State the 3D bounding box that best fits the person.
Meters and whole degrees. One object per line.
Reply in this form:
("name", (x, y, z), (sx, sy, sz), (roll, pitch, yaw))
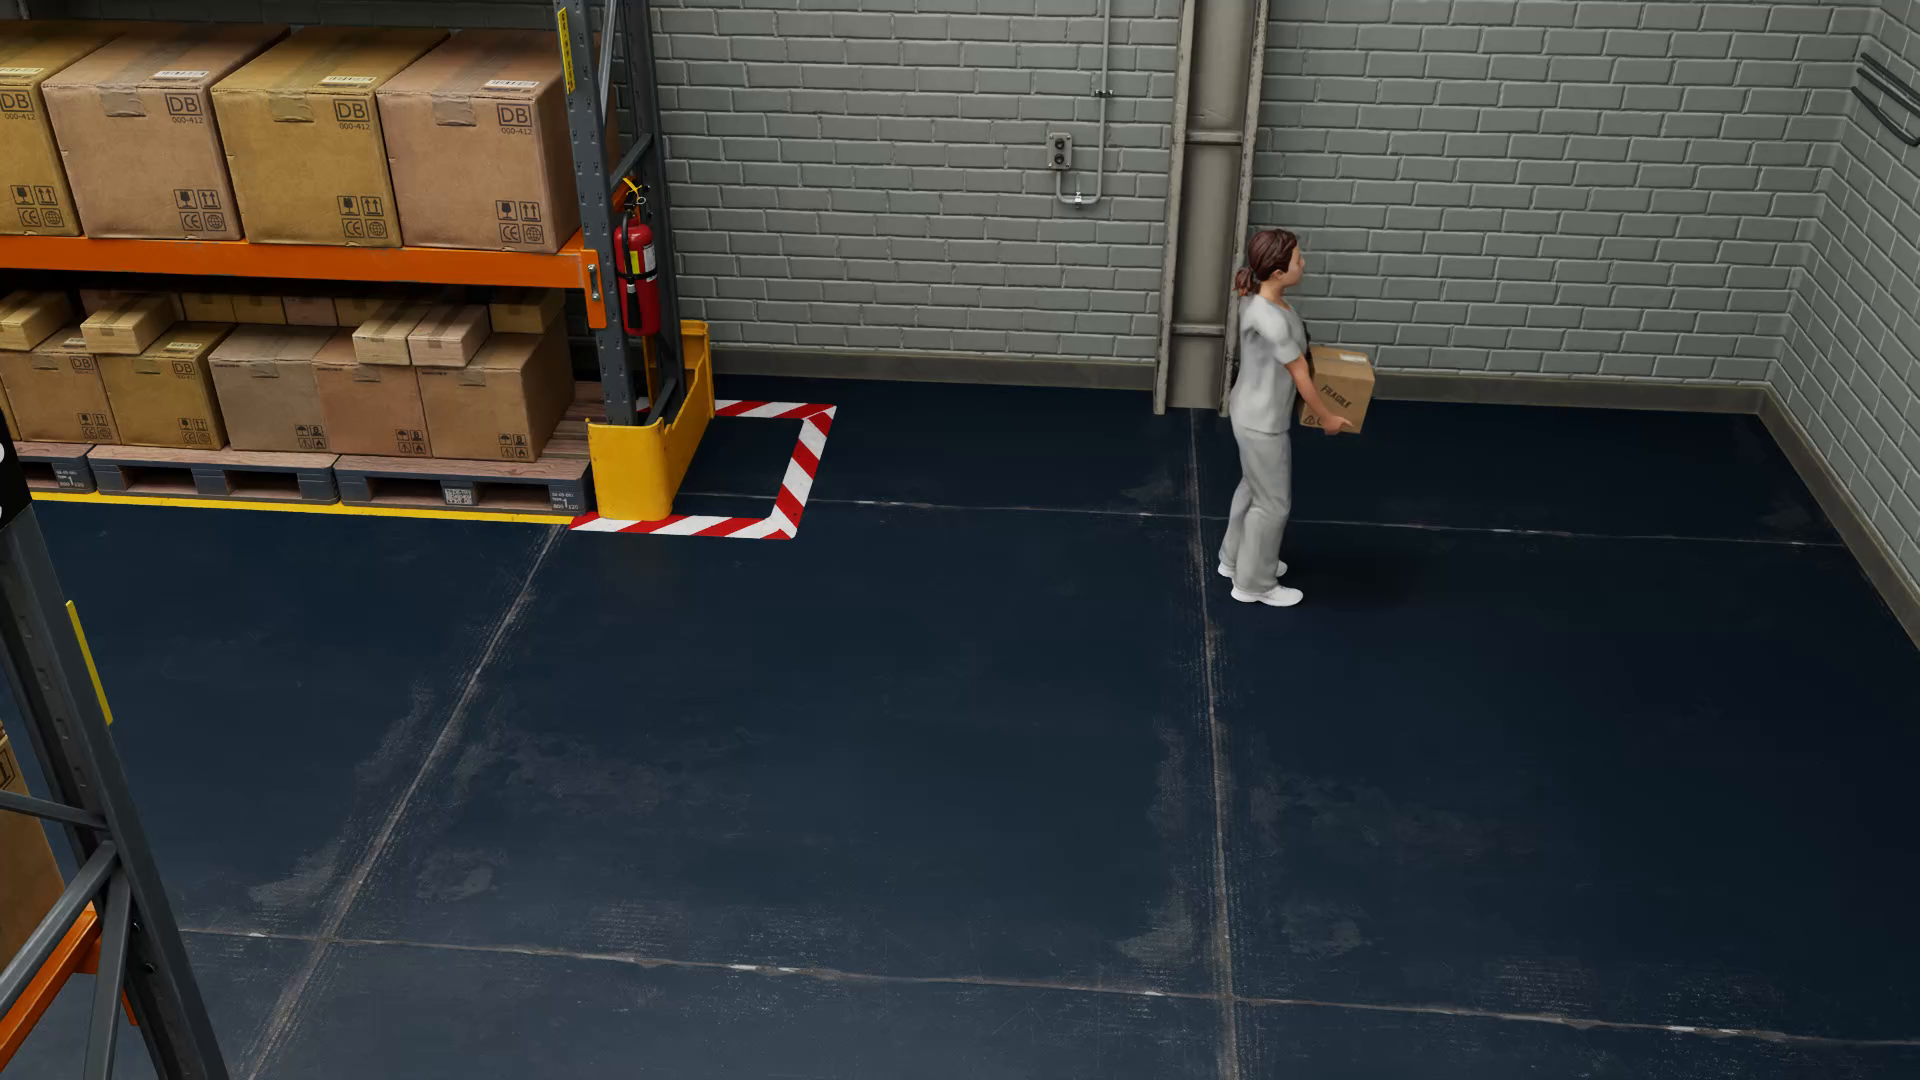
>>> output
("person", (1.349, -0.500, 6.947), (0.536, 1.669, 0.409), (2, 32, 3))
